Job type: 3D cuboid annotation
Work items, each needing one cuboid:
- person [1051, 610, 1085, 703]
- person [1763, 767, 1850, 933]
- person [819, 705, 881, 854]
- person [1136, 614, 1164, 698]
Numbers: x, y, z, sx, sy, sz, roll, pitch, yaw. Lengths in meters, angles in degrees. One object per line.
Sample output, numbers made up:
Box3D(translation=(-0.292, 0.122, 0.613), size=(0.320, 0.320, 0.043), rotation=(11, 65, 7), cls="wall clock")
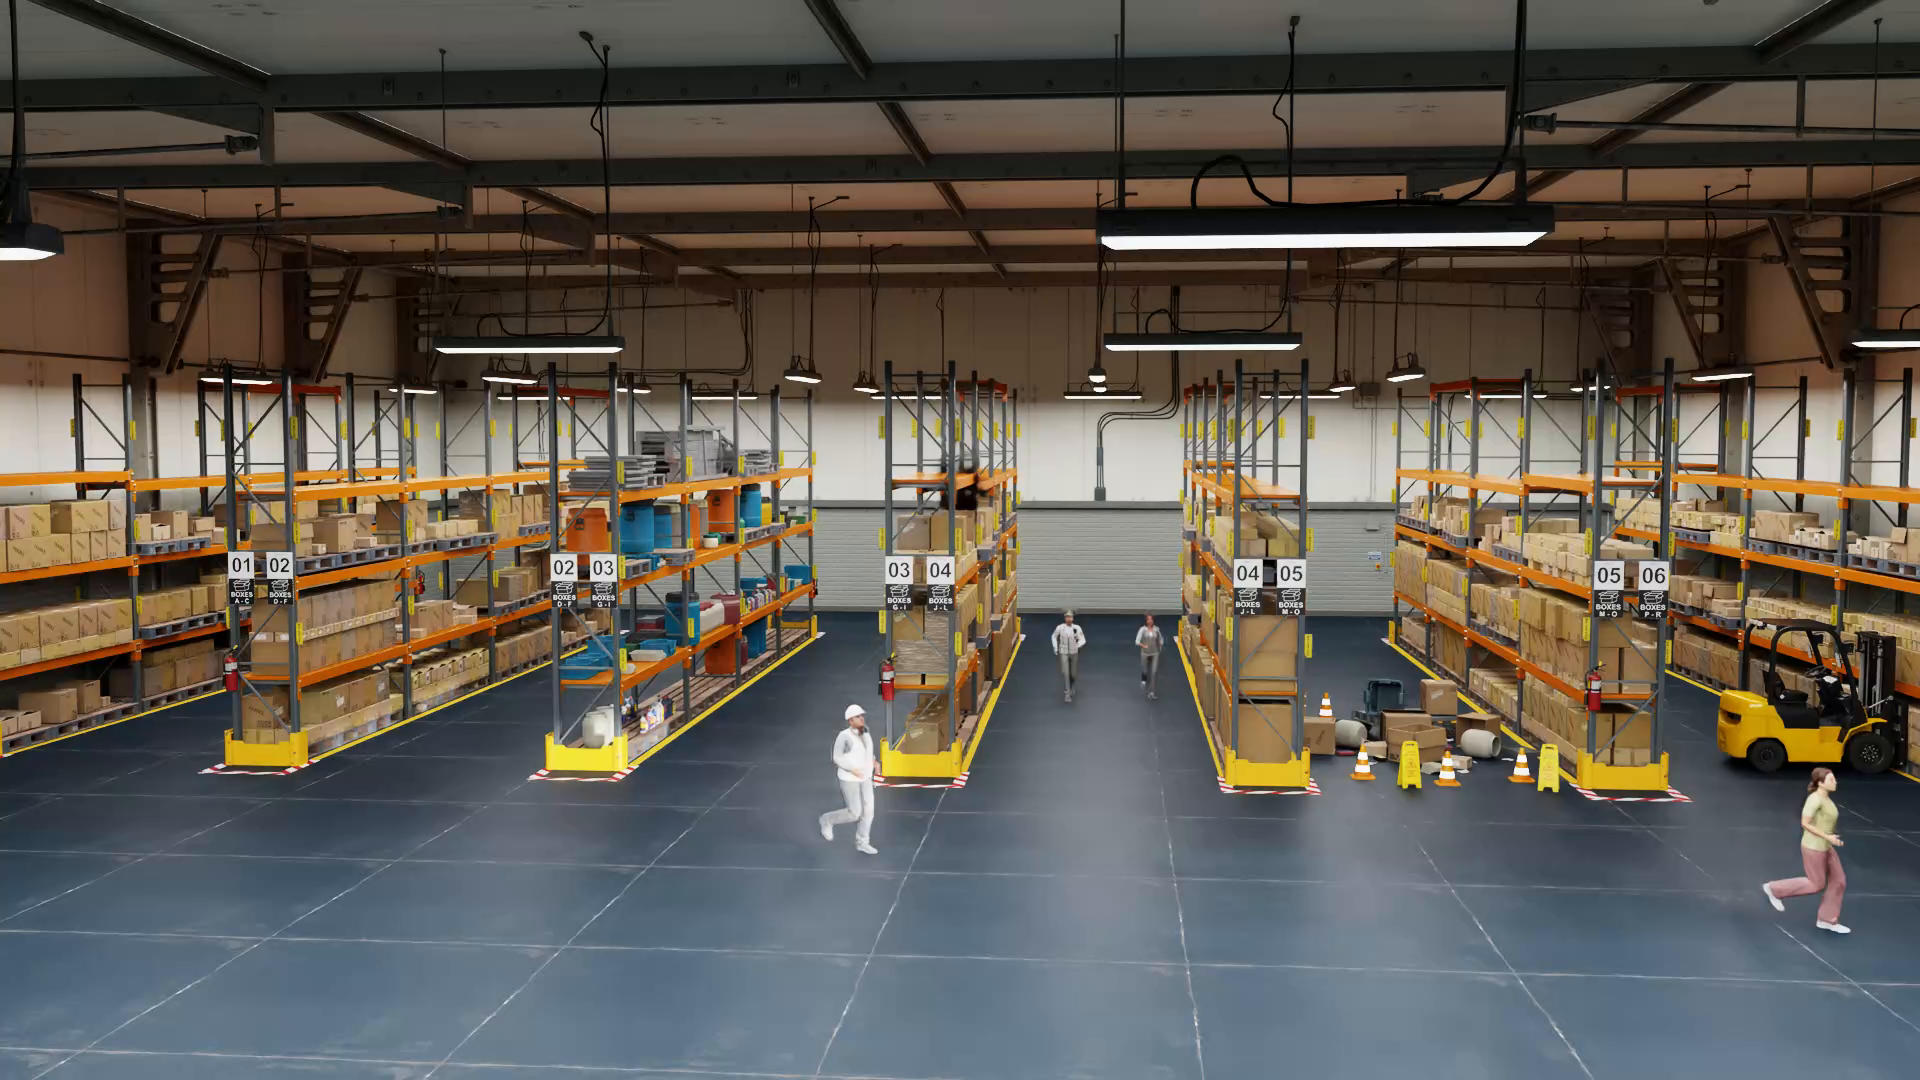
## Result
Box3D(translation=(2.010, 2.125, 30.843), size=(0.630, 1.684, 0.824), rotation=(0, 4, 1), cls="person")
Box3D(translation=(8.560, 3.086, 16.753), size=(0.801, 1.637, 0.569), rotation=(3, 5, 43), cls="person")
Box3D(translation=(-1.281, 2.836, 19.860), size=(0.758, 1.764, 0.668), rotation=(3, 5, 37), cls="person")
Box3D(translation=(3.576, 2.164, 31.300), size=(0.547, 1.557, 0.708), rotation=(0, 4, -1), cls="person")
